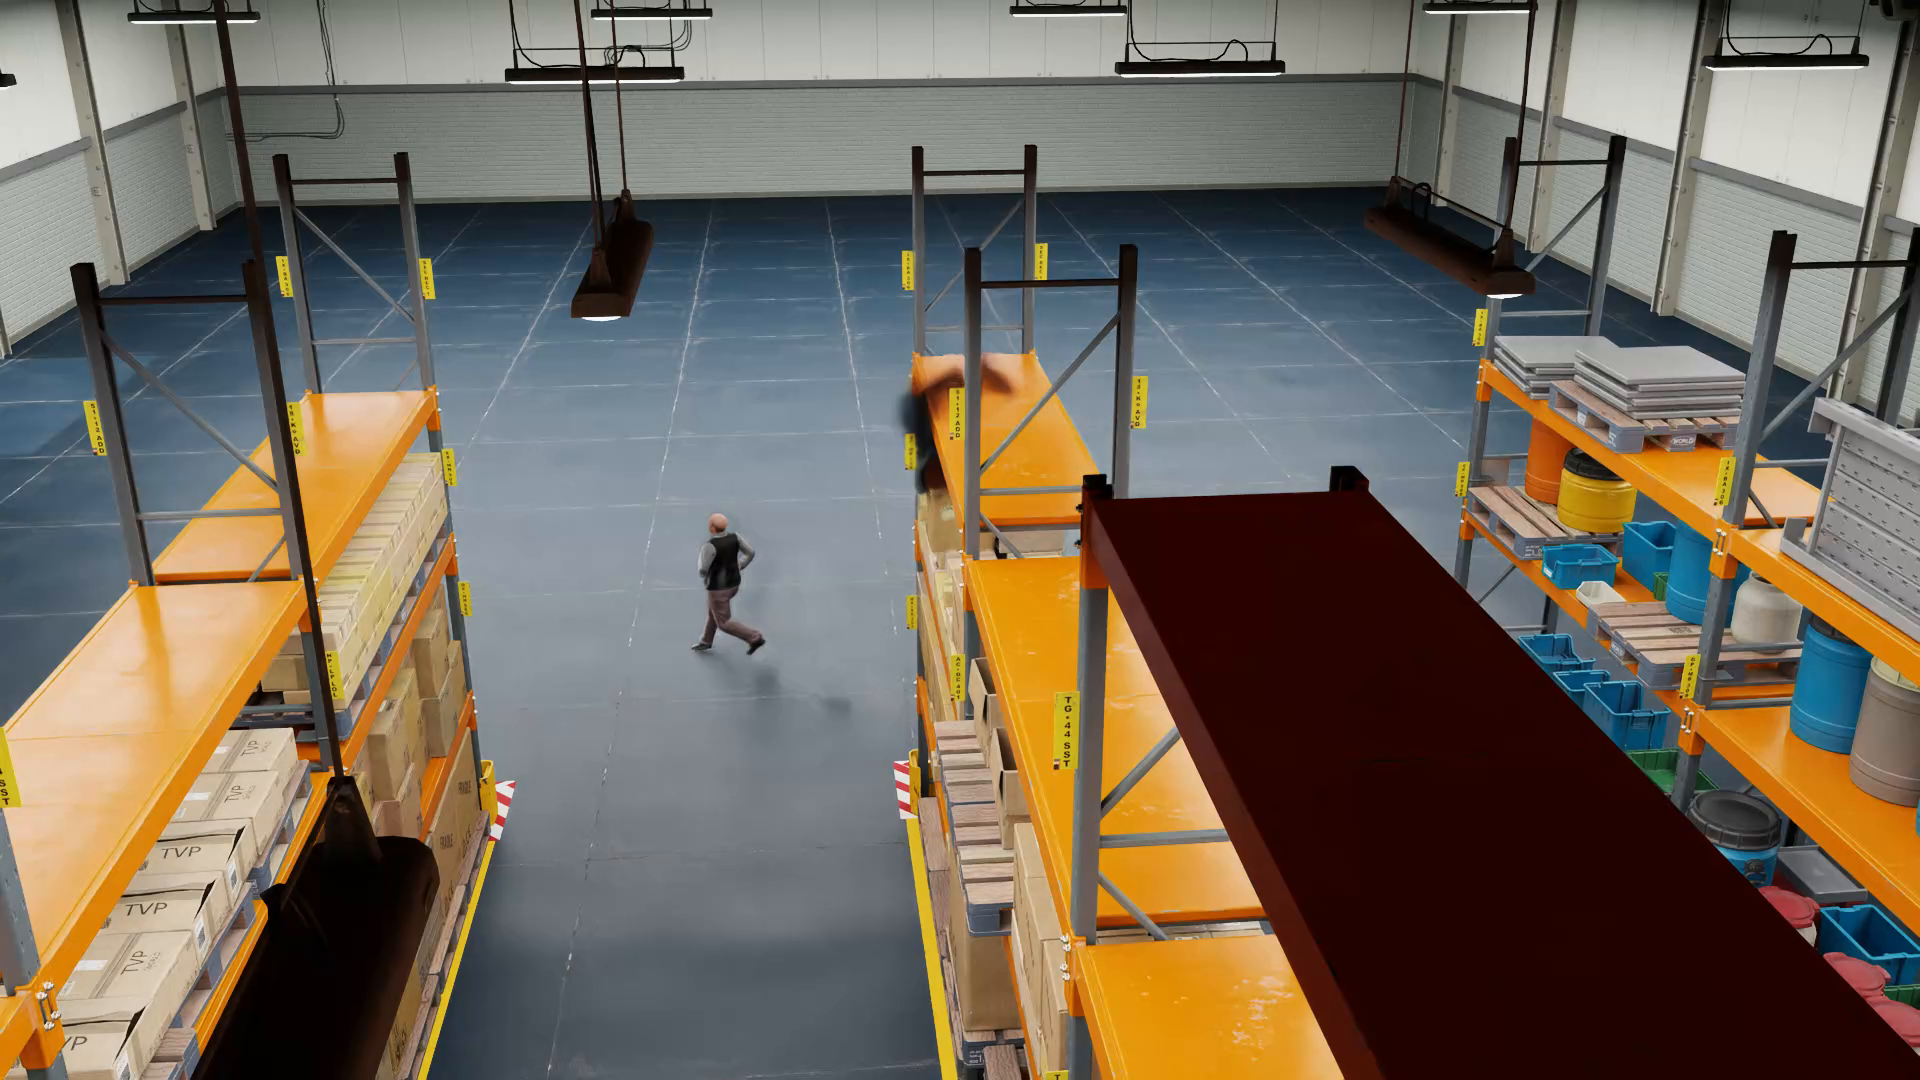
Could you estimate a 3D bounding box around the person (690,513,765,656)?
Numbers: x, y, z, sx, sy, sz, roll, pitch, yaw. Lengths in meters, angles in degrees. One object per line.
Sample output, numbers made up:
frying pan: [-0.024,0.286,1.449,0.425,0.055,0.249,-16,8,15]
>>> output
person: [-2.556,0.543,18.000,1.116,1.731,0.627,12,25,28]
